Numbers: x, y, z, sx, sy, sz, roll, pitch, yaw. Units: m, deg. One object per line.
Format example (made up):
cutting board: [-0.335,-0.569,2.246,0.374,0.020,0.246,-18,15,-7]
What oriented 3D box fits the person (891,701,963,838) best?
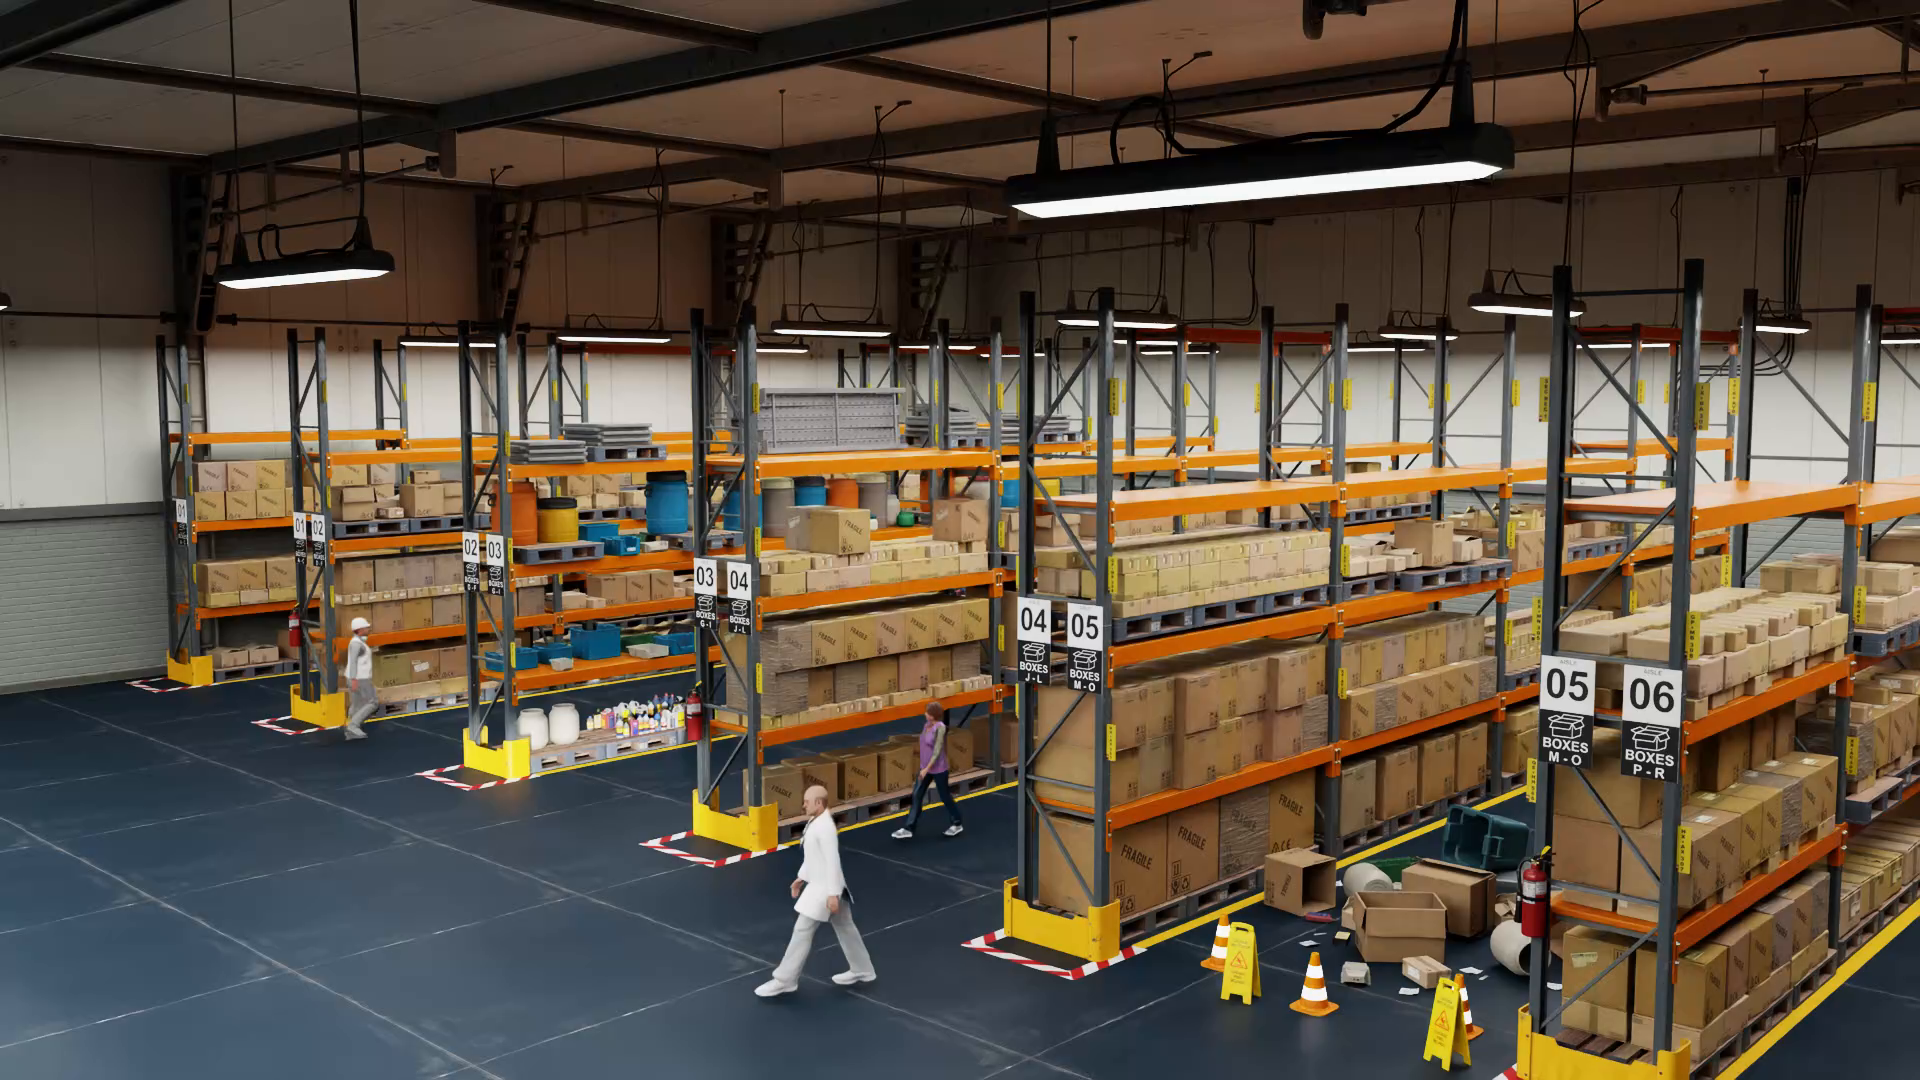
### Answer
person: [-0.358,2.603,18.834,0.897,1.554,0.428,-4,6,-33]

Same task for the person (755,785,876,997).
person: [-1.223,2.946,14.131,1.017,1.735,0.608,0,5,-3]

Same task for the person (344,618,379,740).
person: [-8.737,2.009,24.160,0.464,1.758,0.570,-4,7,-35]
